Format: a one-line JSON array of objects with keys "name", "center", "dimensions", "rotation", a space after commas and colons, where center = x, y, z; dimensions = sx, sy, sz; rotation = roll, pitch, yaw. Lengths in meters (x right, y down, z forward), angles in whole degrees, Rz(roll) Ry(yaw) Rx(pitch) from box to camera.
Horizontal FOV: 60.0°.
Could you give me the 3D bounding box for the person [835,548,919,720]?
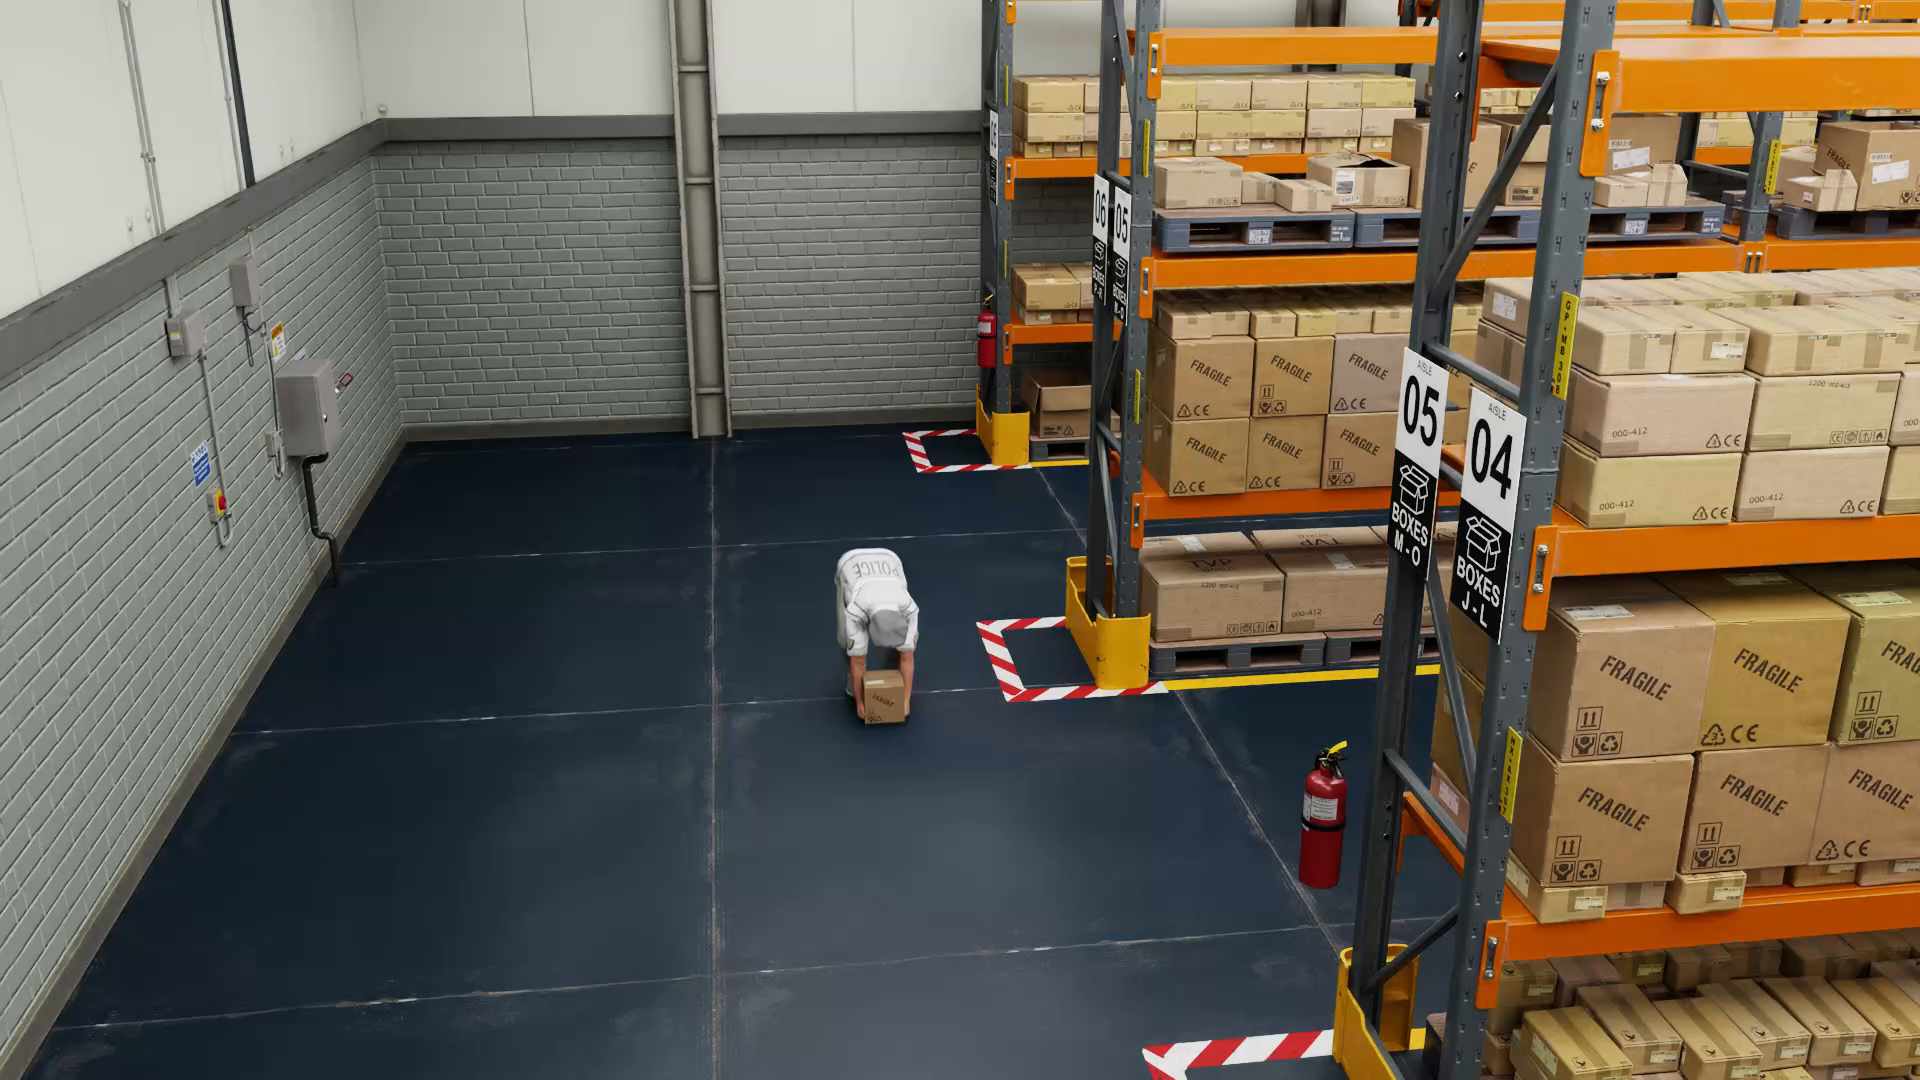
[{"name": "person", "center": [-0.524, 0.583, 10.651], "dimensions": [0.533, 0.936, 1.022], "rotation": [-4, 20, -10]}]
